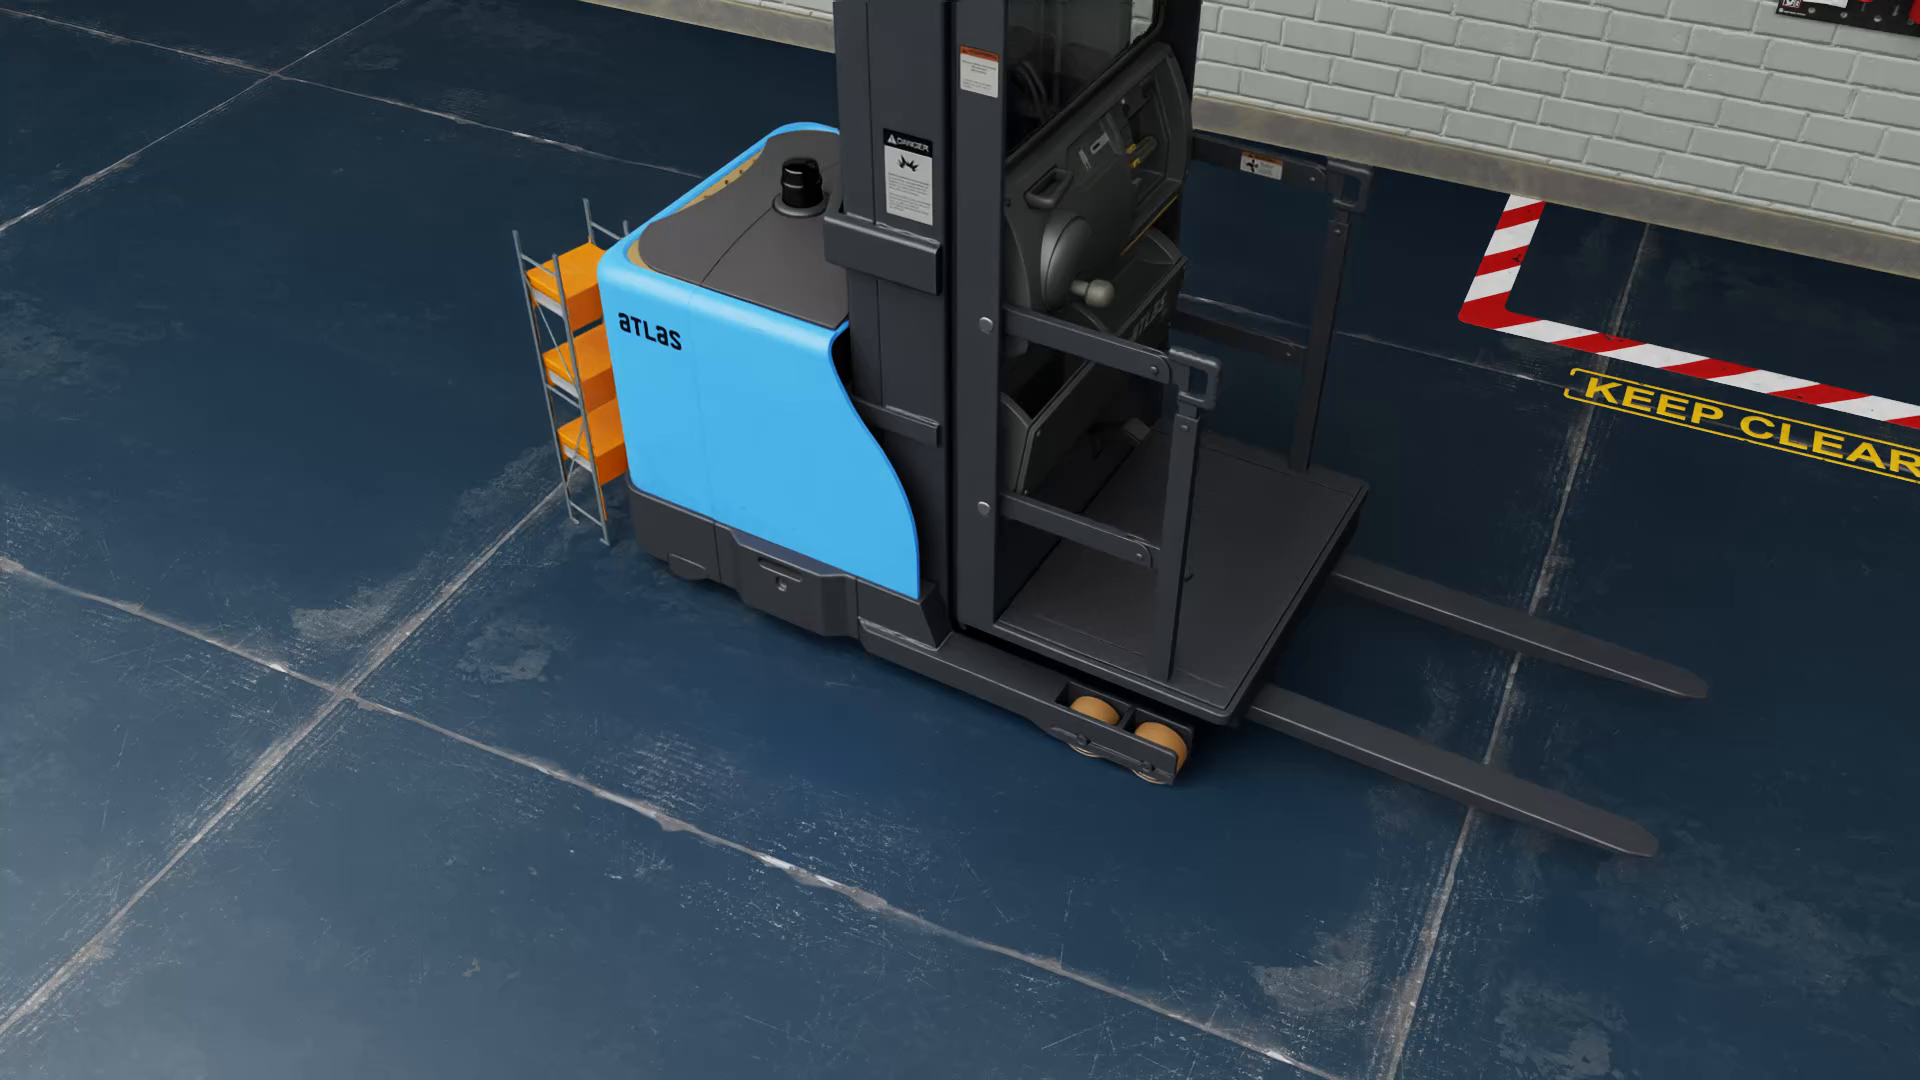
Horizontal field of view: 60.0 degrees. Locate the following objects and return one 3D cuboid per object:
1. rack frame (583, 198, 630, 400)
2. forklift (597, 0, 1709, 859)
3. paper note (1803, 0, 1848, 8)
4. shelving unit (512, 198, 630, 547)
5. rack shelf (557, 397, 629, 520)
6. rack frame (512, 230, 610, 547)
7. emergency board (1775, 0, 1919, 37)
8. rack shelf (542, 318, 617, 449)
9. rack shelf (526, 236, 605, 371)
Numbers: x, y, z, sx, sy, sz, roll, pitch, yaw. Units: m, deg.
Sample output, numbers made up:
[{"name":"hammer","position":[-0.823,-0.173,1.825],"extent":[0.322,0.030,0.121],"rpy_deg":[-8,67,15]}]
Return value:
[{"name":"rack frame","position":[-1.008,-0.540,5.071],"extent":[0.200,1.050,0.008],"rpy_deg":[32,50,31]},{"name":"forklift","position":[0.531,-0.851,3.994],"extent":[3.031,2.935,1.130],"rpy_deg":[20,45,22]},{"name":"paper note","position":[3.100,-1.980,5.917],"extent":[0.142,0.148,0.016],"rpy_deg":[17,44,19]},{"name":"shelving unit","position":[-1.091,-0.481,5.003],"extent":[0.215,1.050,0.252],"rpy_deg":[32,50,31]},{"name":"rack shelf","position":[-1.091,-0.263,5.192],"extent":[0.215,0.259,0.240],"rpy_deg":[32,50,31]},{"name":"rack frame","position":[-1.175,-0.423,4.936],"extent":[0.200,1.050,0.008],"rpy_deg":[32,50,31]},{"name":"emergency board","position":[3.231,-2.223,5.525],"extent":[0.643,1.169,0.194],"rpy_deg":[17,44,19]},{"name":"rack shelf","position":[-1.091,-0.473,5.010],"extent":[0.215,0.259,0.240],"rpy_deg":[32,50,31]},{"name":"rack shelf","position":[-1.091,-0.688,4.825],"extent":[0.215,0.259,0.240],"rpy_deg":[32,50,31]}]
